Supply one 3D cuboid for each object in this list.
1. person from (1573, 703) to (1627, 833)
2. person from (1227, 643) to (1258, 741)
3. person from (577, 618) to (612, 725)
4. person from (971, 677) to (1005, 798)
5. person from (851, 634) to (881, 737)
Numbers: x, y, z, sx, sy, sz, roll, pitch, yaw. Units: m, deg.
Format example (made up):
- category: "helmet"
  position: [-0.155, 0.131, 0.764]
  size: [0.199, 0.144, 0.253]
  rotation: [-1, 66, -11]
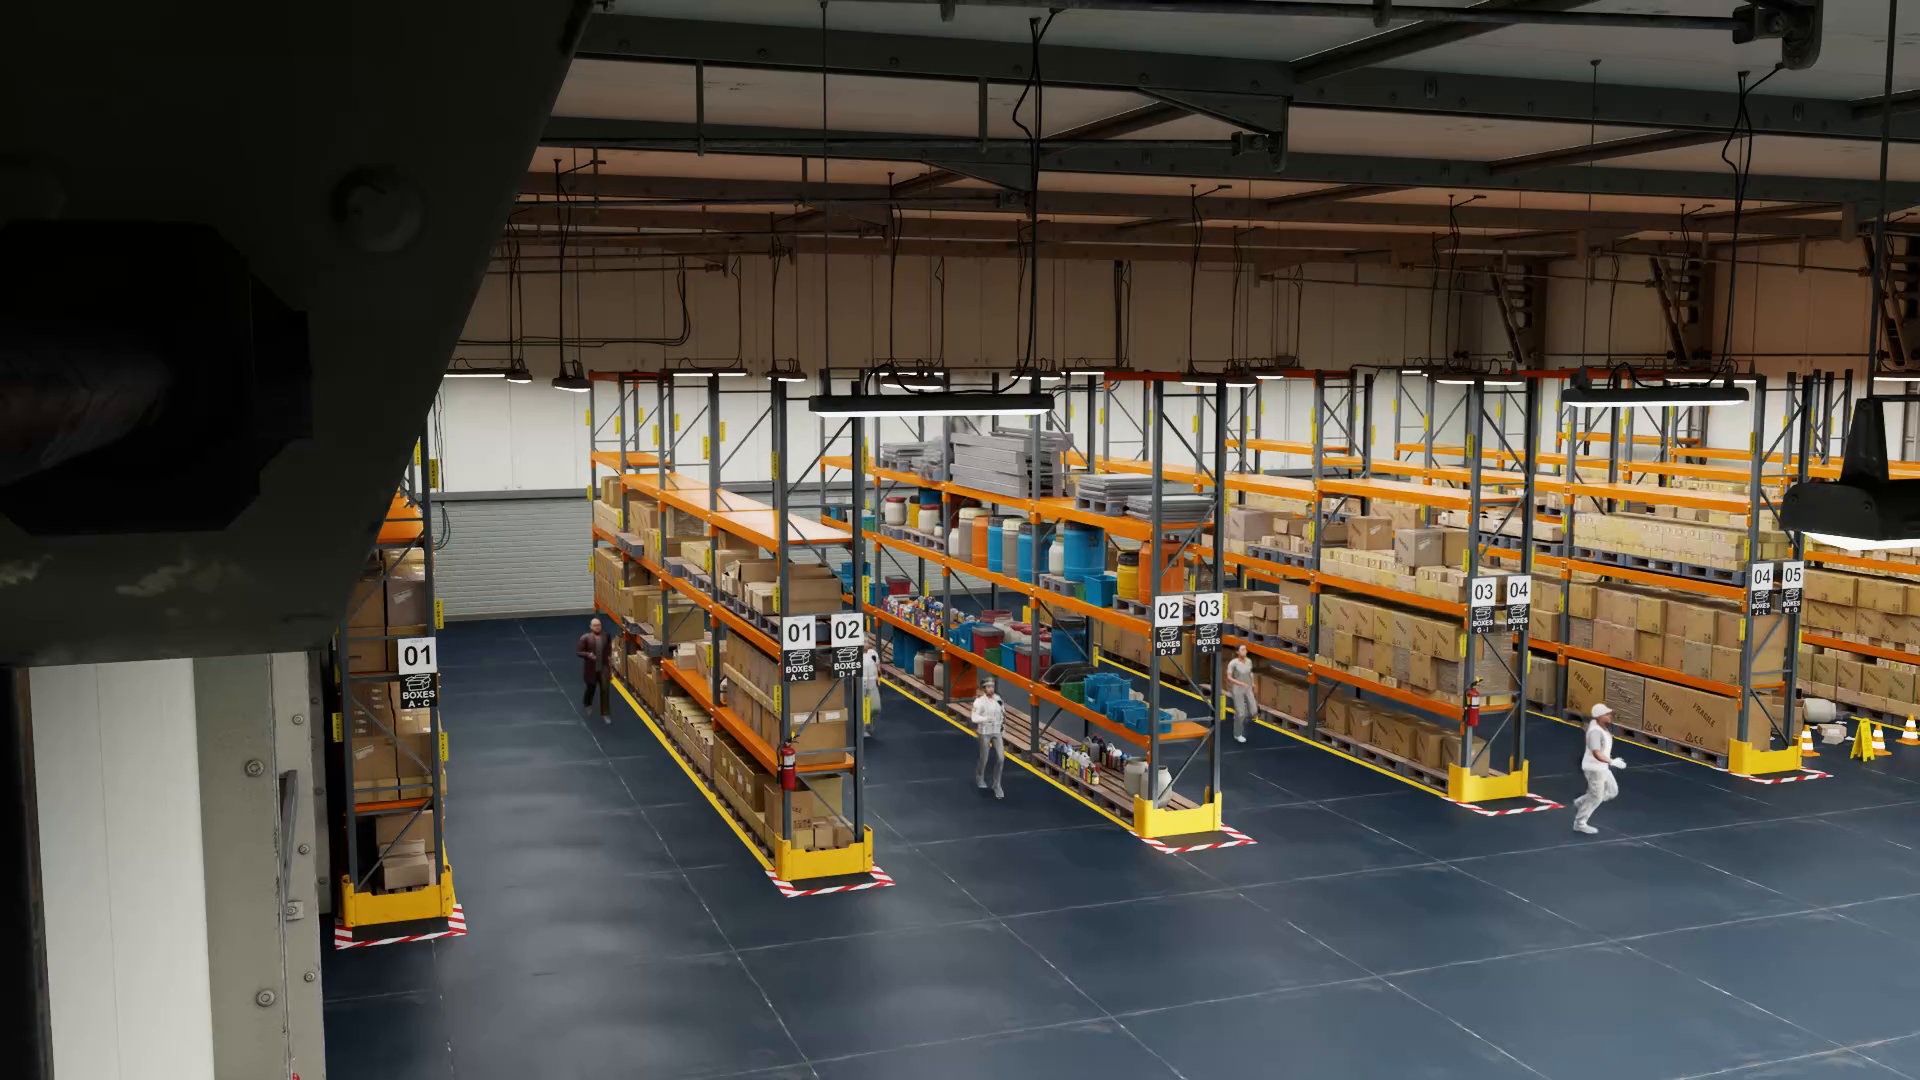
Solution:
- category: "person"
  position: [8.483, 3.013, 22.026]
  size: [0.652, 1.731, 0.723]
  rotation: [3, 7, 25]
- category: "person"
  position: [4.632, 2.491, 27.224]
  size: [0.560, 1.631, 0.559]
  rotation: [-3, 7, -22]
- category: "person"
  position: [-6.293, 2.229, 28.726]
  size: [0.673, 1.790, 1.040]
  rotation: [-3, 7, -26]
- category: "person"
  position: [0.430, 2.822, 23.937]
  size: [0.594, 1.745, 0.712]
  rotation: [-2, 7, -20]
- category: "person"
  position: [-1.546, 2.403, 27.424]
  size: [0.638, 1.737, 0.564]
  rotation: [-3, 7, -23]
